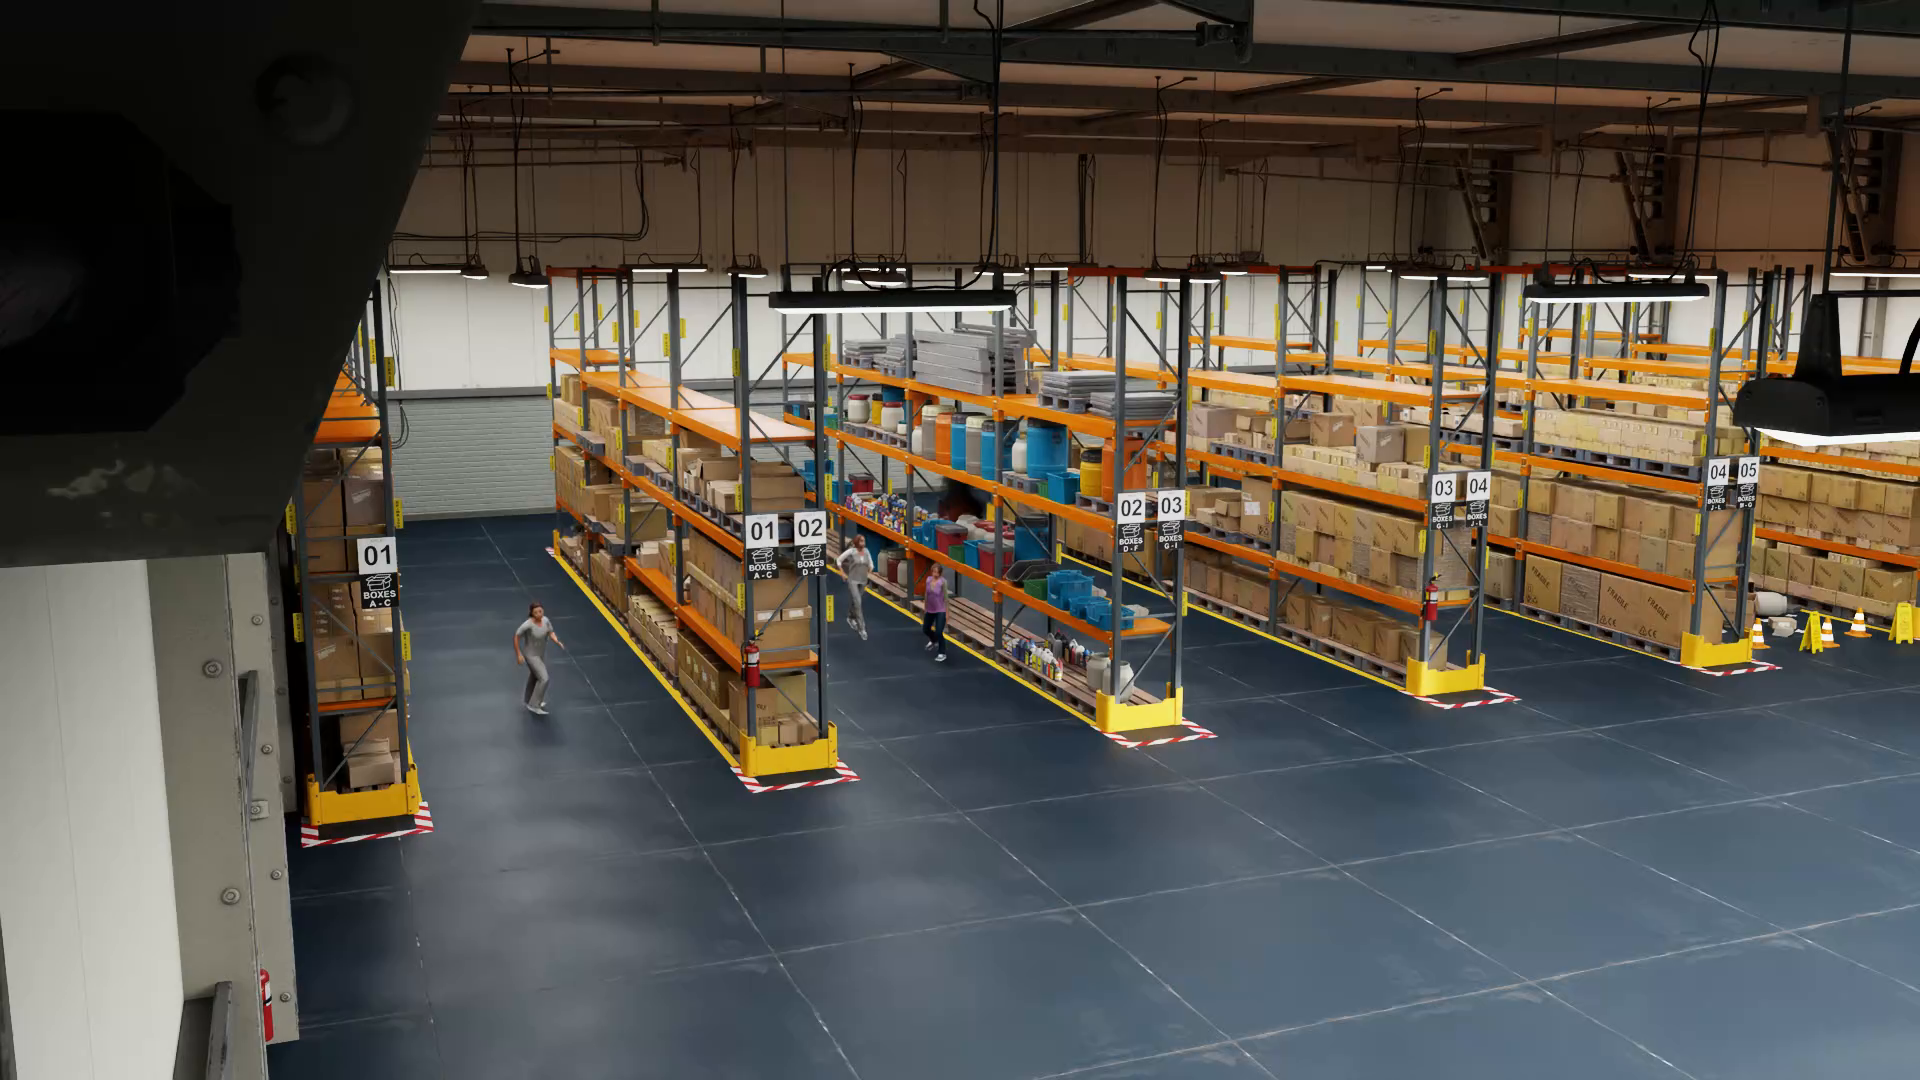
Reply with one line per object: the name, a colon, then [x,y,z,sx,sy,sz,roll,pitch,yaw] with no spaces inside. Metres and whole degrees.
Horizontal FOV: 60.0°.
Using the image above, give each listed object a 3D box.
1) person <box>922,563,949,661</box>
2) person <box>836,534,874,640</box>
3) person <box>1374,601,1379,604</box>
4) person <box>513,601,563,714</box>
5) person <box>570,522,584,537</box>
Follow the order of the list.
person: [-0.369,1.088,25.921,0.570,1.553,0.565,5,11,28]
person: [-1.646,0.701,26.303,0.571,1.636,0.802,-6,12,-33]
person: [7.544,0.379,30.293,0.561,1.469,1.035,-1,10,-4]
person: [-5.813,1.615,22.952,0.782,1.626,0.581,3,10,19]
person: [-8.168,-0.766,36.107,0.602,1.714,0.722,-3,10,-16]
